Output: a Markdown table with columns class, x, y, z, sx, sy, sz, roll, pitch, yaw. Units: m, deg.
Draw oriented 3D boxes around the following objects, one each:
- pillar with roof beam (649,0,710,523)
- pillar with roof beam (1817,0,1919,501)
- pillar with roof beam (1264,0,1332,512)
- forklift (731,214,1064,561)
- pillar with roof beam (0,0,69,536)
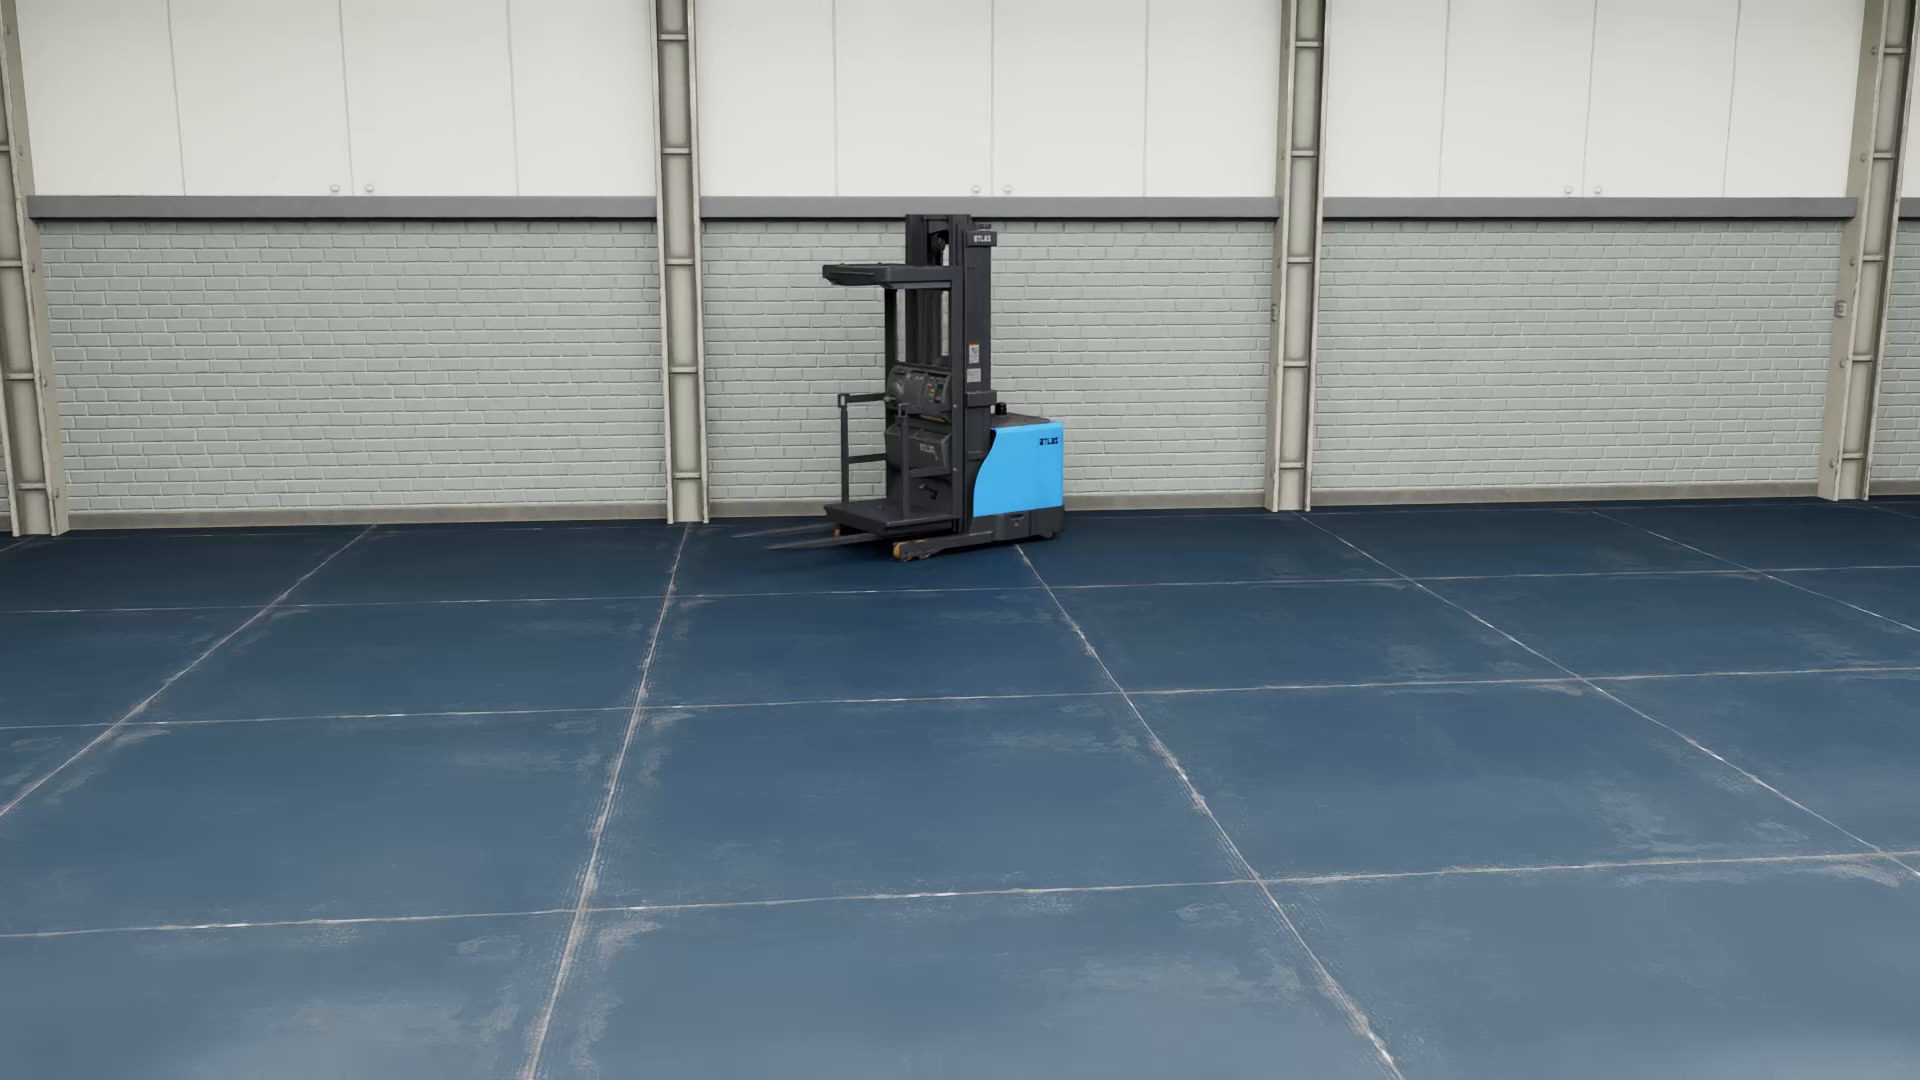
| class | x | y | z | sx | sy | sz | roll | pitch | yaw |
| --- | --- | --- | --- | --- | --- | --- | --- | --- | --- |
| pillar with roof beam | -2.182 | -3.783 | 11.167 | 0.400 | 9.000 | 9.100 | -1 | 11 | -6 |
| pillar with roof beam | 9.748 | -4.033 | 12.439 | 0.400 | 9.000 | 9.100 | -1 | 11 | -6 |
| pillar with roof beam | 3.783 | -3.908 | 11.803 | 0.400 | 9.000 | 9.100 | -1 | 11 | -6 |
| forklift | -0.540 | -1.369 | 14.616 | 3.031 | 2.935 | 1.130 | -8 | 14 | -34 |
| pillar with roof beam | -8.147 | -3.658 | 10.531 | 0.400 | 9.000 | 9.100 | -1 | 11 | -6 |
